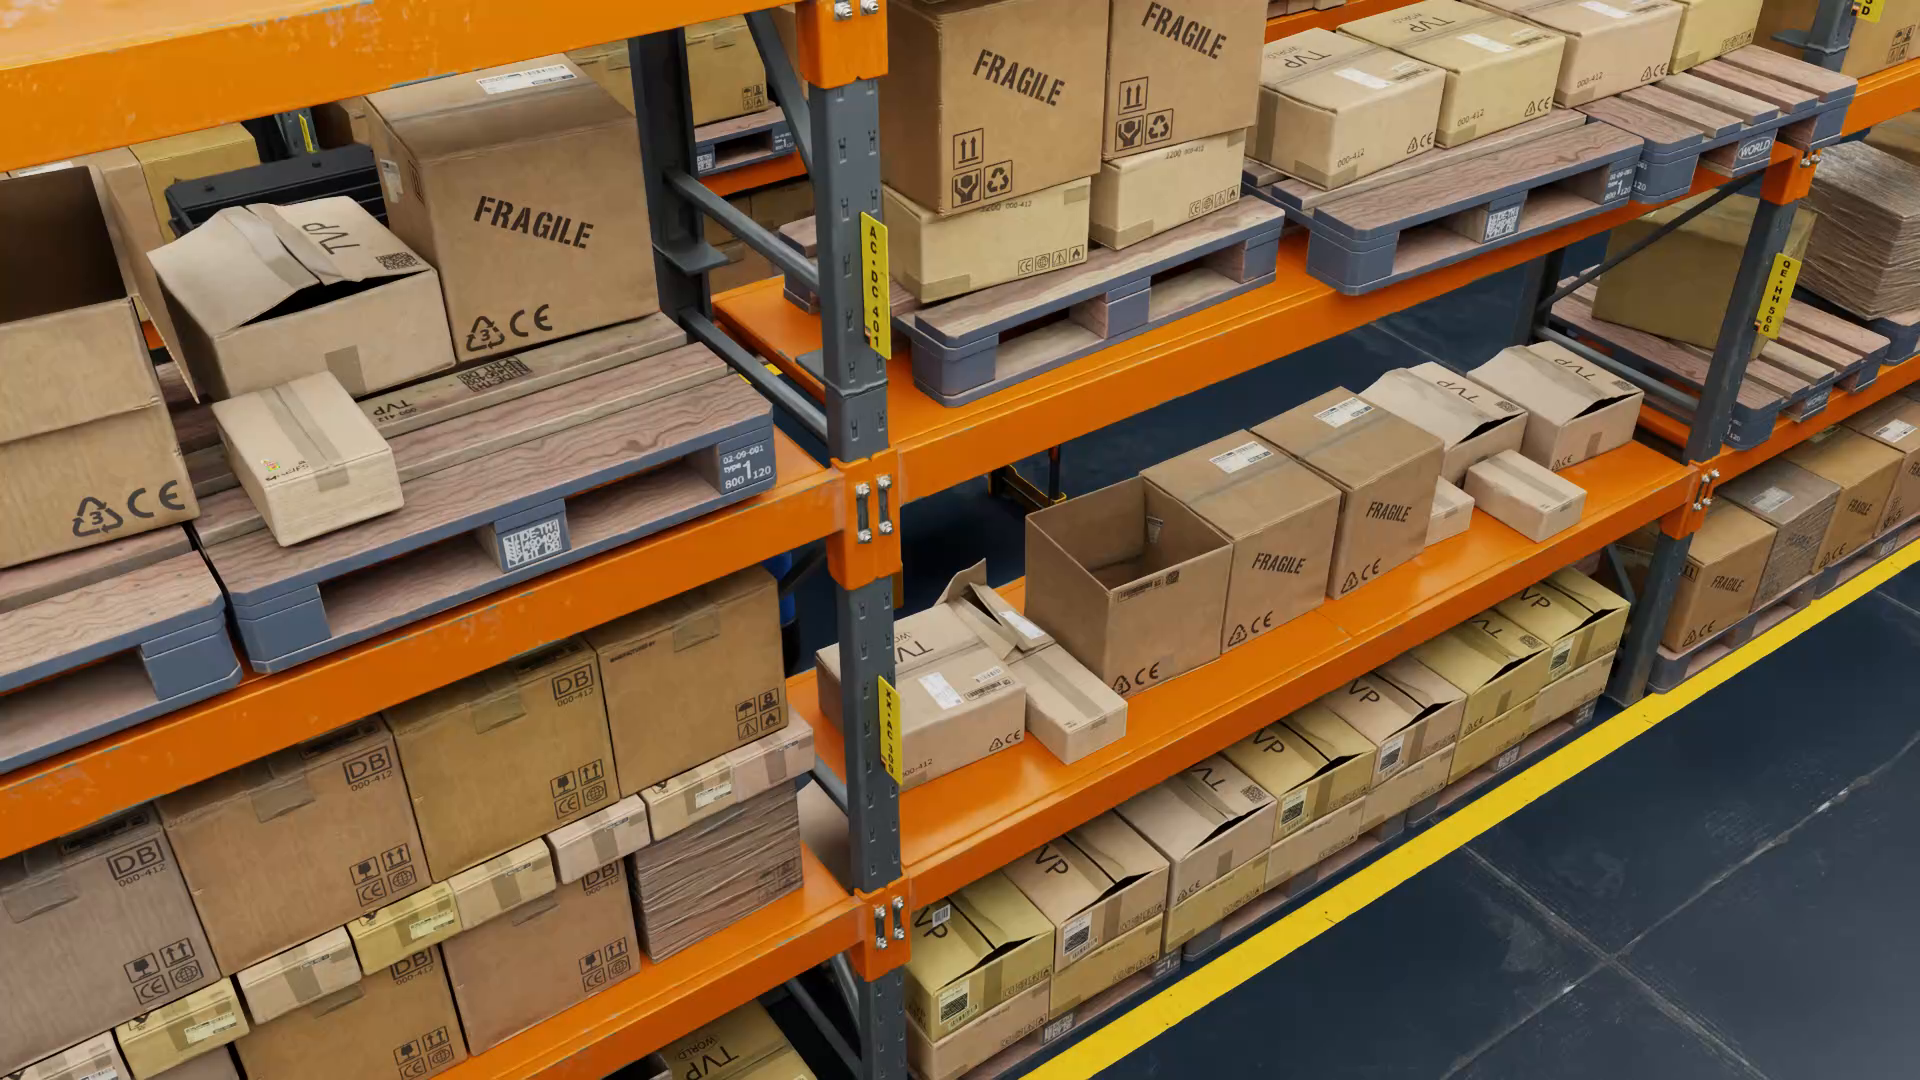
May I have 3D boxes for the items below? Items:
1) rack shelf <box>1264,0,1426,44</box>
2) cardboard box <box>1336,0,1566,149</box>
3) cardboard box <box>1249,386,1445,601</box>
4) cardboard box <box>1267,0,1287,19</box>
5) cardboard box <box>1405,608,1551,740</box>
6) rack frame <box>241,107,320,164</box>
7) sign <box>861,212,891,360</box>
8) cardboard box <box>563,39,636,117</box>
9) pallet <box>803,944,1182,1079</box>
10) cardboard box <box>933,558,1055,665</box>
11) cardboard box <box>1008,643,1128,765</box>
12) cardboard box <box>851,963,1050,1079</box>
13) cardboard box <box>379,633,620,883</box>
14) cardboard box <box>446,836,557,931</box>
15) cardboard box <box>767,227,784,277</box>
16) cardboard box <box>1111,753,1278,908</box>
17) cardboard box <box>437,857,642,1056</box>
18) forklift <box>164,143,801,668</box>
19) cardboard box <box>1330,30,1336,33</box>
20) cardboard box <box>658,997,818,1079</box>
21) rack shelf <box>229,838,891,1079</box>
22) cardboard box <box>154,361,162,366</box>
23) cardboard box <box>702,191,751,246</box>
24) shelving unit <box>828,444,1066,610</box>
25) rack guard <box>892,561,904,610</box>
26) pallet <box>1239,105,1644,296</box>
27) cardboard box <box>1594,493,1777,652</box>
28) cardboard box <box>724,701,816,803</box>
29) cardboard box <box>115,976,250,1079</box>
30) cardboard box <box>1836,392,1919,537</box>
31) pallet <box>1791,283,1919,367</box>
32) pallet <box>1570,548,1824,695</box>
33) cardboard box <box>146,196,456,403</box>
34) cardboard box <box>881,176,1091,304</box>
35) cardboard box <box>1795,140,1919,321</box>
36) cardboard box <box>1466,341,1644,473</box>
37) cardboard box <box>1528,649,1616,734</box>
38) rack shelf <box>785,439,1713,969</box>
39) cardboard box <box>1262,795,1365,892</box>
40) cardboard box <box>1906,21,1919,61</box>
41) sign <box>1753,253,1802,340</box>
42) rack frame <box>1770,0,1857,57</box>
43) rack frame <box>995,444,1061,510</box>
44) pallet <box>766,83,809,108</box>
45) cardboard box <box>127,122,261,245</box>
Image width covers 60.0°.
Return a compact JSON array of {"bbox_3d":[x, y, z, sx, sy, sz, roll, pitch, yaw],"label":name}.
[{"bbox_3d":[1.540,-3.455,11.415,4.000,0.370,1.077,-22,41,-28],"label":"rack shelf"},{"bbox_3d":[1.531,-1.488,5.263,0.500,0.250,0.500,-23,42,-29],"label":"cardboard box"},{"bbox_3d":[1.400,-0.180,6.159,0.500,0.500,0.500,-25,42,-30],"label":"cardboard box"},{"bbox_3d":[1.998,-3.671,11.297,0.250,0.149,0.380,-24,42,-29],"label":"cardboard box"},{"bbox_3d":[2.055,0.478,6.845,0.500,0.311,0.500,-23,42,-29],"label":"cardboard box"},{"bbox_3d":[-3.364,-1.729,8.399,0.127,3.000,1.000,-22,41,-28],"label":"rack frame"},{"bbox_3d":[-0.187,-0.562,3.696,0.005,0.325,0.100,-22,41,-28],"label":"sign"},{"bbox_3d":[-1.948,-2.524,9.042,0.500,0.500,0.700,-17,39,-22],"label":"cardboard box"},{"bbox_3d":[0.072,1.499,6.298,1.213,0.211,1.003,-22,41,-28],"label":"pallet"},{"bbox_3d":[0.105,0.305,5.686,0.258,0.266,0.396,-23,42,-29],"label":"cardboard box"},{"bbox_3d":[0.334,0.535,5.466,0.250,0.149,0.380,-22,41,-28],"label":"cardboard box"},{"bbox_3d":[-0.035,1.562,5.818,0.500,0.250,0.500,-23,42,-29],"label":"cardboard box"},{"bbox_3d":[-1.279,0.389,4.257,0.500,0.500,0.700,-22,41,-28],"label":"cardboard box"},{"bbox_3d":[-1.236,0.784,4.264,0.250,0.149,0.380,-22,41,-28],"label":"cardboard box"},{"bbox_3d":[-1.141,-1.854,10.336,0.500,0.500,0.700,-22,41,-28],"label":"cardboard box"},{"bbox_3d":[0.808,0.991,6.131,0.500,0.311,0.500,-24,42,-29],"label":"cardboard box"},{"bbox_3d":[-1.294,0.926,4.622,0.500,0.500,0.700,-23,42,-28],"label":"cardboard box"},{"bbox_3d":[-2.244,-0.347,6.536,3.031,2.935,1.130,-21,41,-27],"label":"forklift"},{"bbox_3d":[2.718,-3.437,12.255,0.750,0.750,0.750,-22,41,-27],"label":"cardboard box"},{"bbox_3d":[-0.761,1.840,5.432,0.500,0.250,0.500,-22,41,-28],"label":"cardboard box"},{"bbox_3d":[-2.142,1.598,4.388,4.000,0.370,1.077,-22,41,-28],"label":"rack shelf"},{"bbox_3d":[-4.190,-0.525,8.488,0.500,0.500,0.500,-26,43,-31],"label":"cardboard box"},{"bbox_3d":[-1.573,-1.939,9.812,0.500,0.250,0.500,-23,41,-28],"label":"cardboard box"},{"bbox_3d":[-0.062,-0.583,8.090,1.083,1.500,0.587,-22,41,-28],"label":"shelving unit"},{"bbox_3d":[-0.469,0.092,8.222,0.087,0.250,0.587,-22,41,-28],"label":"rack guard"},{"bbox_3d":[1.346,-1.204,5.262,1.213,0.211,1.003,-20,40,-26],"label":"pallet"},{"bbox_3d":[3.299,0.108,7.609,0.500,0.500,0.500,-21,41,-26],"label":"cardboard box"},{"bbox_3d":[-0.607,0.523,4.626,0.250,0.149,0.380,-22,41,-28],"label":"cardboard box"},{"bbox_3d":[-1.861,1.040,3.906,0.250,0.149,0.380,-21,41,-26],"label":"cardboard box"},{"bbox_3d":[4.560,-0.415,8.336,0.500,0.500,0.500,-24,42,-29],"label":"cardboard box"},{"bbox_3d":[4.349,-1.290,7.953,1.213,0.211,1.003,-22,41,-28],"label":"pallet"},{"bbox_3d":[3.394,0.187,8.122,1.213,0.211,1.003,-22,41,-28],"label":"pallet"},{"bbox_3d":[-1.513,-0.550,3.787,0.500,0.311,0.500,-25,43,-30],"label":"cardboard box"},{"bbox_3d":[0.002,-0.896,4.441,0.500,0.250,0.500,-18,39,-23],"label":"cardboard box"},{"bbox_3d":[4.069,-1.405,7.503,0.500,0.500,0.700,-15,38,-19],"label":"cardboard box"},{"bbox_3d":[2.439,-0.574,6.869,0.500,0.311,0.500,-20,40,-25],"label":"cardboard box"},{"bbox_3d":[2.472,0.527,7.256,0.500,0.250,0.500,-21,41,-27],"label":"cardboard box"},{"bbox_3d":[1.127,0.253,6.259,4.000,0.370,1.077,-22,41,-28],"label":"rack shelf"},{"bbox_3d":[1.222,1.044,6.537,0.500,0.250,0.500,-22,41,-27],"label":"cardboard box"},{"bbox_3d":[3.516,-2.305,6.544,0.500,0.500,0.910,-22,41,-28],"label":"cardboard box"},{"bbox_3d":[3.084,-0.918,6.279,0.005,0.325,0.100,-22,41,-28],"label":"sign"},{"bbox_3d":[2.762,-3.147,5.232,0.127,3.000,1.000,-22,41,-28],"label":"rack frame"},{"bbox_3d":[0.346,-0.751,8.323,0.032,1.500,0.500,-22,41,-28],"label":"rack frame"},{"bbox_3d":[-0.616,-2.706,9.922,1.003,0.211,1.213,-22,41,-28],"label":"pallet"},{"bbox_3d":[-3.573,-1.674,7.792,0.500,0.500,0.500,-22,41,-28],"label":"cardboard box"}]
